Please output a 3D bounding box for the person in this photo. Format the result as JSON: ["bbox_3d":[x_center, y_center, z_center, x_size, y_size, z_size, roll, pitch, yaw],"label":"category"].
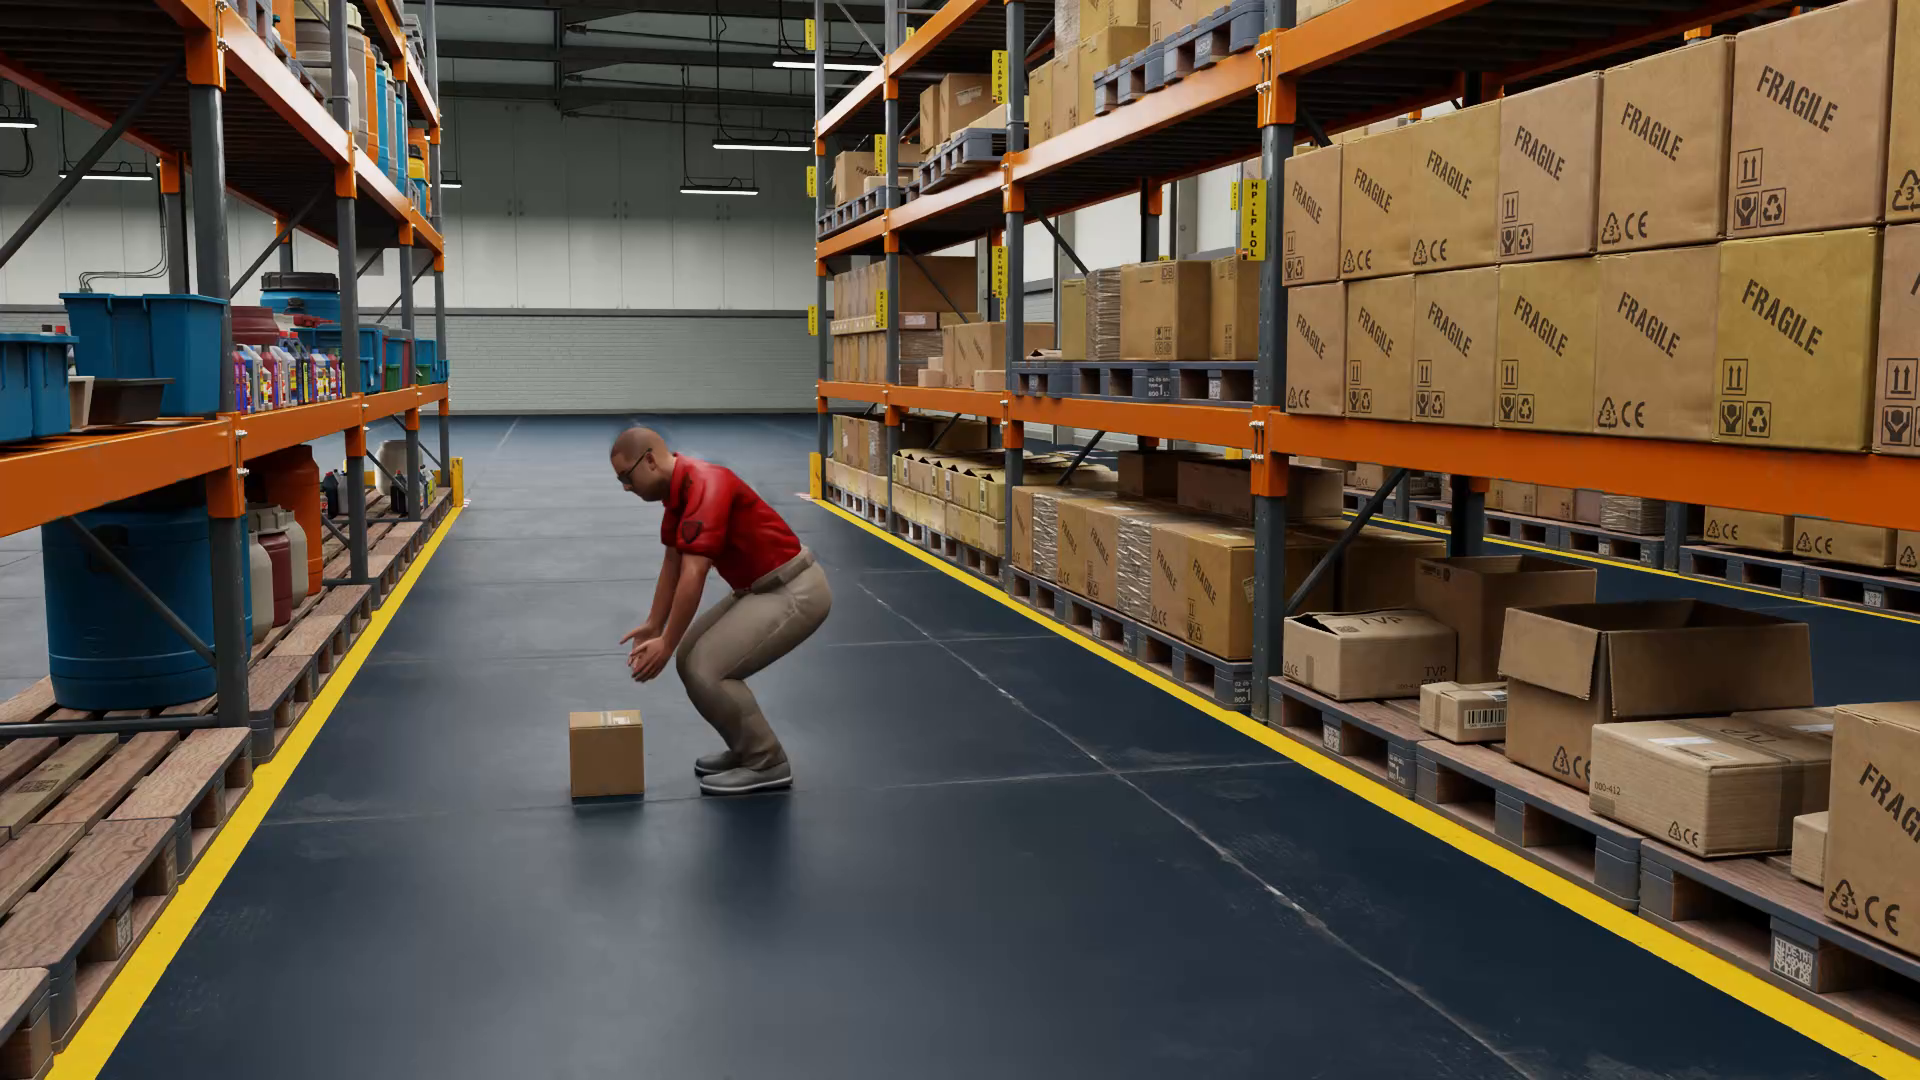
[{"bbox_3d":[-0.837,0.237,5.905,0.770,1.289,0.588,-1,6,-14],"label":"person"}]
